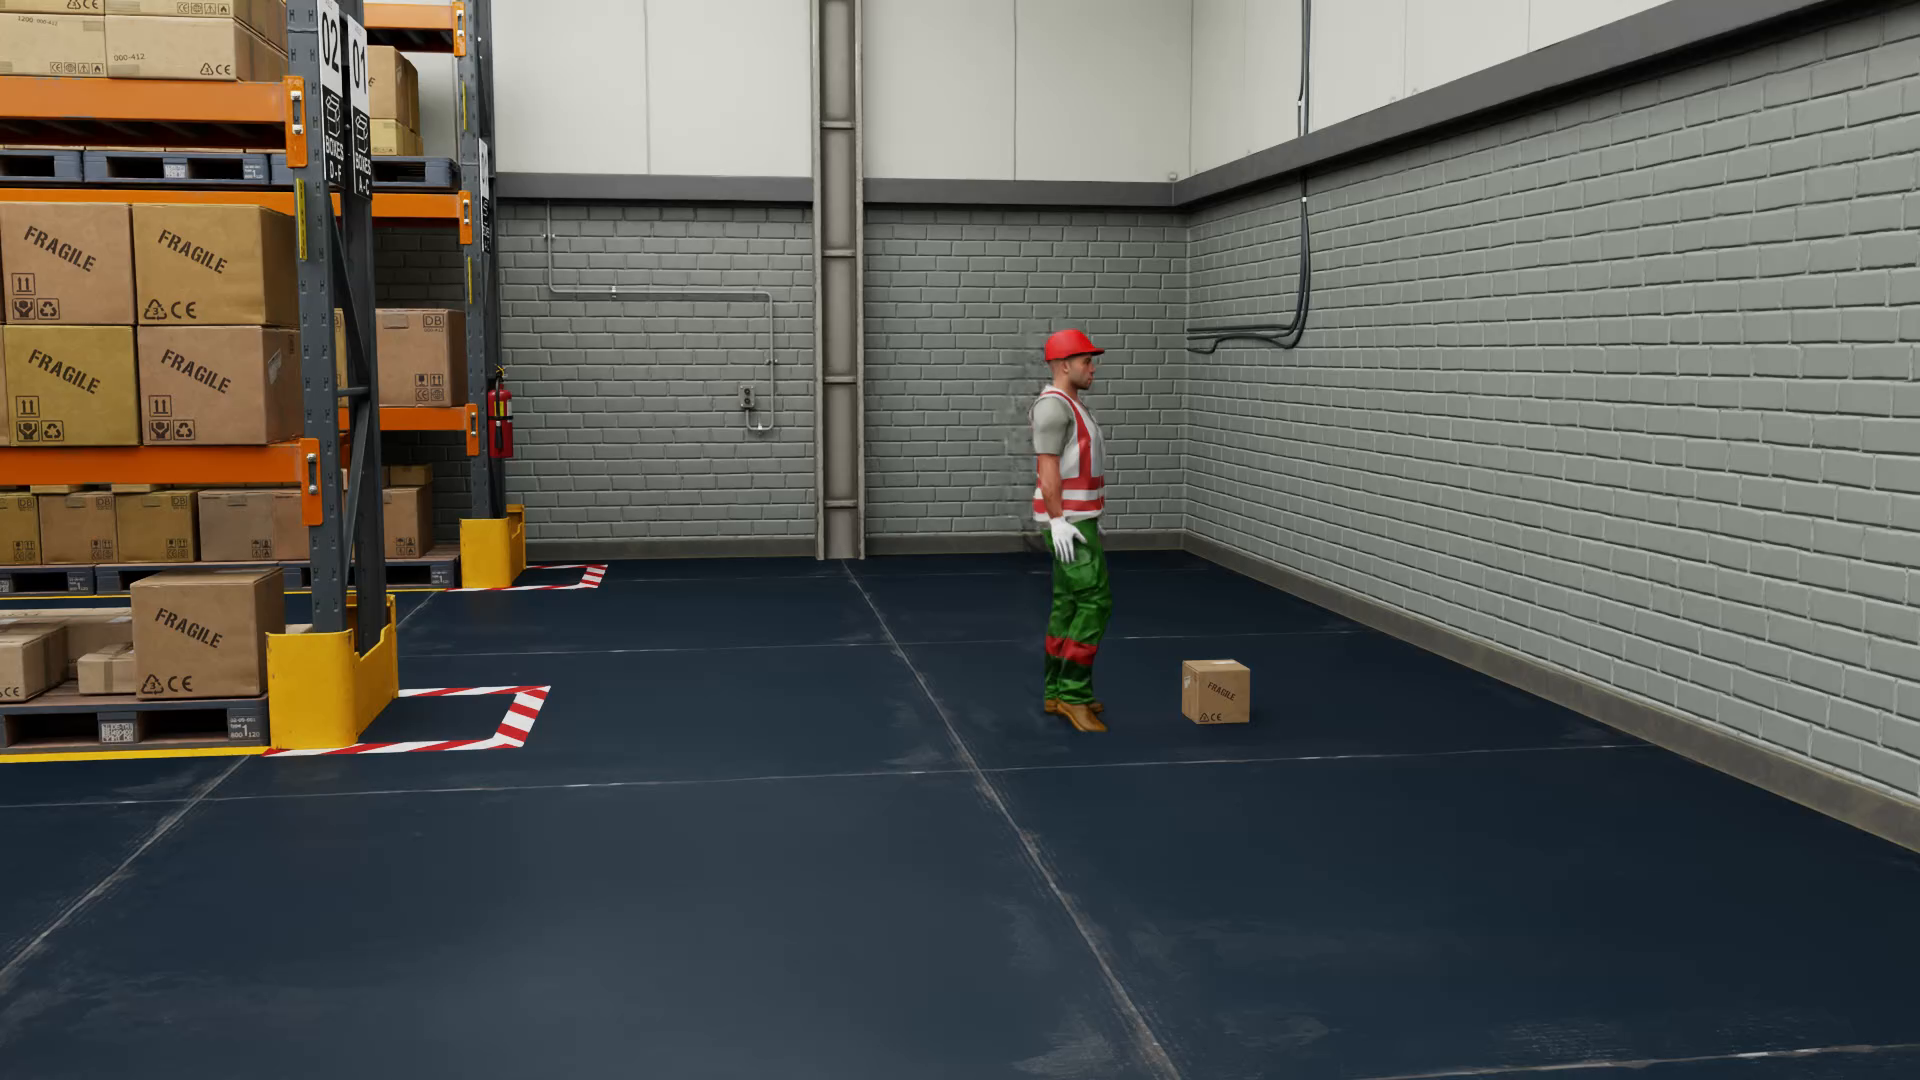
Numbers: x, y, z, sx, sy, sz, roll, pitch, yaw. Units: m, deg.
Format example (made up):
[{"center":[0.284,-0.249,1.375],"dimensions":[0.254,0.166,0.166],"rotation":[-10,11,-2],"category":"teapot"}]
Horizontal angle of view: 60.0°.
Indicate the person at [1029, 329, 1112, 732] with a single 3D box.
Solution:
[{"center":[0.536,-0.054,7.661],"dimensions":[0.398,1.822,0.589],"rotation":[2,7,14],"category":"person"}]
